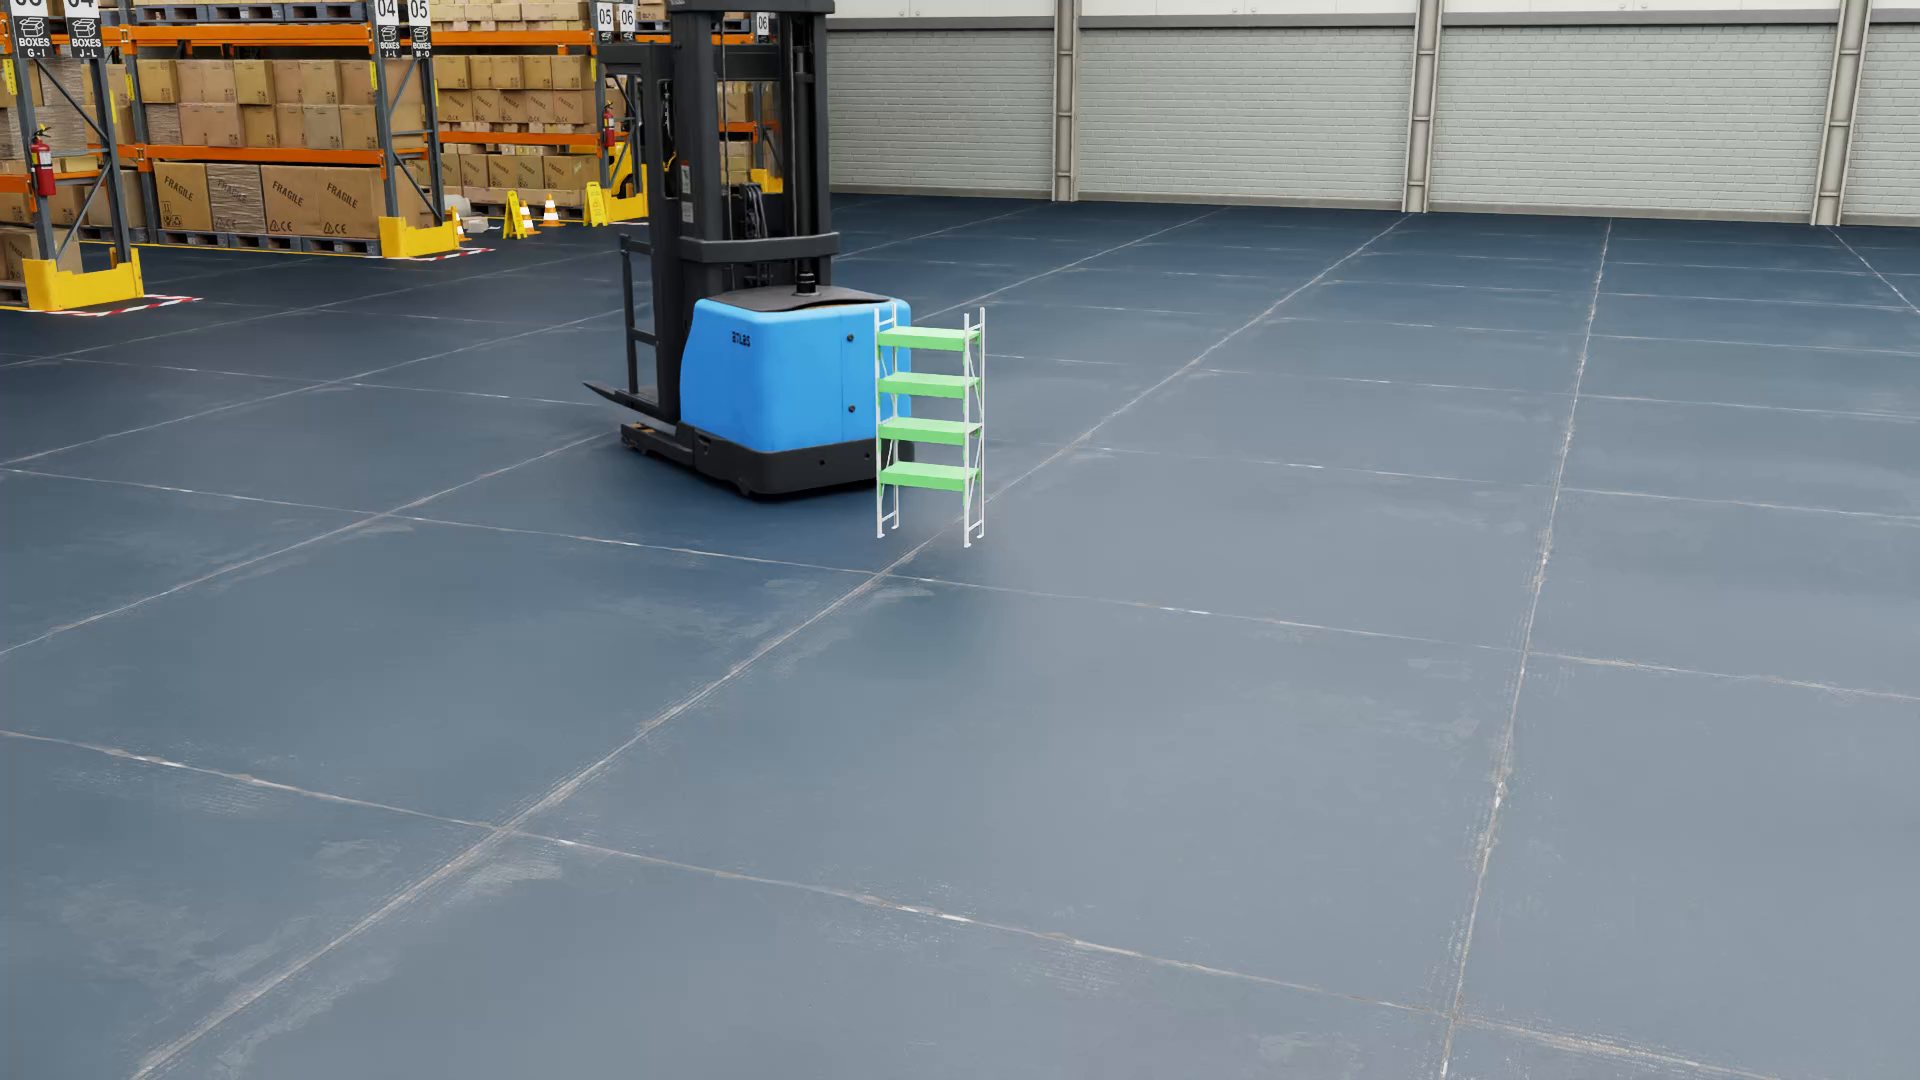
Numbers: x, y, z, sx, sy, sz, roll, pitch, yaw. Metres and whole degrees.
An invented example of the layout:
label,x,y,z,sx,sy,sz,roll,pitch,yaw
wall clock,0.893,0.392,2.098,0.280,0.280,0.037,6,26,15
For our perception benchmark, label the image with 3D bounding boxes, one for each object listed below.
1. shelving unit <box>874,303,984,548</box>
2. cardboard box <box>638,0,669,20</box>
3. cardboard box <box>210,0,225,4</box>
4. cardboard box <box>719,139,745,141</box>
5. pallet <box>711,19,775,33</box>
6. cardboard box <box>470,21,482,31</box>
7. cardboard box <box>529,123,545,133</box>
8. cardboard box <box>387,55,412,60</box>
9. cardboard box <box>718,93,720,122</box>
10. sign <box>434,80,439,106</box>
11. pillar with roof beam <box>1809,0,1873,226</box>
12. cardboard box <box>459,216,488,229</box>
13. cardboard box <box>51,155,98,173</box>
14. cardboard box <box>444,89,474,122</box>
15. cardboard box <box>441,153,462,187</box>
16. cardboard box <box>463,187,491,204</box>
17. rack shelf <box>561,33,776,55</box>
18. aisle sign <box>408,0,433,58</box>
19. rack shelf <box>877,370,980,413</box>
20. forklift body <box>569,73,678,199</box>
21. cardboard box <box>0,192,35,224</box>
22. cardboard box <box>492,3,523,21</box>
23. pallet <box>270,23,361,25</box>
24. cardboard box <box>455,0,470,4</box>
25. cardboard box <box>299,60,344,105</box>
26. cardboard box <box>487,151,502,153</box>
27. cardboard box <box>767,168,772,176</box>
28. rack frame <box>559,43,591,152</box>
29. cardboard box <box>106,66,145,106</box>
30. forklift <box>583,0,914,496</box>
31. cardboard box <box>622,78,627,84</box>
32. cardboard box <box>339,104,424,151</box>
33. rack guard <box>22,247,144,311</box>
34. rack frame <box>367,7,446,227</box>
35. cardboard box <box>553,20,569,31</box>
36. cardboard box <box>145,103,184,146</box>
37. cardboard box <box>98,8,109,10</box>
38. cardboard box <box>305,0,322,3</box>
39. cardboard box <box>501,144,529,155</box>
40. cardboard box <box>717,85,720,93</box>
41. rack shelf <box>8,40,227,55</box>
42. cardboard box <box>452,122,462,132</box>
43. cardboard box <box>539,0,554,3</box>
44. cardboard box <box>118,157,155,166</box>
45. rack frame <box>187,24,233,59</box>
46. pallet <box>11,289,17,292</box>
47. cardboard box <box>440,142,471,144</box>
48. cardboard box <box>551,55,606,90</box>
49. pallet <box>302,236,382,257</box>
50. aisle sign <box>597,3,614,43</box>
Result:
label,x,y,z,sx,sy,sz,roll,pitch,yaw
shelving unit,-0.154,-0.593,8.565,0.503,1.200,0.258,6,17,21
cardboard box,-5.365,-9.648,30.028,0.637,0.503,0.797,7,18,22
cardboard box,-9.280,-6.867,21.086,0.250,0.149,0.380,6,17,21
cardboard box,-4.262,-7.235,30.601,0.500,0.250,0.500,6,17,21
pallet,-4.066,-9.203,29.771,1.213,0.211,1.003,6,17,21
cardboard box,-7.320,-7.913,25.621,0.250,0.149,0.380,6,17,21
cardboard box,-6.420,-6.347,25.608,0.250,0.149,0.380,7,17,22
cardboard box,-8.627,-7.417,26.335,0.500,0.500,0.700,6,17,20
cardboard box,-4.451,-7.811,30.020,0.500,0.500,0.500,7,18,22
sign,-6.749,-5.741,21.373,0.005,0.325,0.100,6,17,21
pillar with roof beam,11.430,-7.954,19.930,0.400,9.000,9.100,6,17,21
cardboard box,-7.196,-4.679,24.523,0.380,0.149,0.250,-12,20,-37
cardboard box,-9.050,-3.838,16.964,0.250,0.149,0.380,6,17,21
cardboard box,-7.712,-6.820,26.074,0.500,0.500,0.500,6,17,20
cardboard box,-8.005,-5.906,26.471,0.500,0.500,0.500,7,18,23
cardboard box,-7.512,-5.492,26.391,0.500,0.250,0.500,6,17,20
rack shelf,-5.278,-9.025,30.291,4.000,0.370,1.077,6,17,21
aisle sign,-6.782,-6.463,20.892,0.004,0.787,0.394,6,17,21
rack shelf,-0.154,-0.762,8.516,0.480,0.148,0.258,6,17,21
forklift body,-5.851,-7.039,29.061,1.214,2.155,2.313,6,17,21
cardboard box,-13.052,-4.909,23.485,0.750,0.750,1.050,7,17,21
cardboard box,-6.762,-8.035,25.326,0.500,0.250,0.500,7,18,22
pallet,-10.458,-8.393,27.162,1.003,0.211,1.213,6,17,21
cardboard box,-7.552,-8.314,25.571,0.250,0.149,0.380,6,17,20
cardboard box,-7.834,-5.815,21.116,0.550,0.550,0.875,6,17,21
cardboard box,-7.359,-5.994,26.773,0.500,0.500,0.500,7,18,24
cardboard box,-3.803,-6.708,30.577,0.500,0.250,0.500,6,17,21
rack frame,-7.139,-8.135,31.314,0.127,3.000,1.000,6,17,21
cardboard box,-11.143,-6.130,22.437,0.500,0.500,0.700,6,17,20
forklift,-1.520,-2.012,10.347,1.130,2.935,3.031,-11,19,-33
cardboard box,-5.981,-8.428,30.448,0.250,0.149,0.380,6,17,20
cardboard box,-7.320,-5.242,21.080,0.550,0.550,0.875,6,17,21
rack guard,-8.943,-2.675,16.991,0.348,0.500,1.175,6,17,21
rack frame,-6.958,-5.144,21.011,0.127,3.000,1.000,6,17,21
cardboard box,-5.914,-7.738,25.020,0.250,0.149,0.380,6,17,21
cardboard box,-10.331,-5.590,22.280,0.550,0.550,0.875,6,17,21
cardboard box,-14.424,-9.051,28.159,0.500,0.500,0.500,6,17,21
cardboard box,-7.865,-6.711,20.549,0.250,0.149,0.380,7,17,21
cardboard box,-6.920,-6.079,25.903,0.250,0.149,0.380,7,18,23
cardboard box,-4.311,-8.109,29.882,0.250,0.149,0.380,7,17,22
rack shelf,-14.538,-8.556,28.675,4.000,0.370,1.077,6,17,21
cardboard box,-7.792,-6.526,26.222,0.250,0.149,0.380,6,17,20
cardboard box,-6.129,-8.156,25.028,0.250,0.149,0.380,6,17,20
cardboard box,-14.118,-6.622,29.161,0.875,0.875,0.875,7,17,21
rack frame,-12.678,-7.256,28.288,0.127,3.000,1.000,6,17,21
pallet,-10.816,-2.754,17.780,1.213,0.211,1.003,6,17,21
cardboard box,-9.674,-7.473,32.541,0.625,0.625,0.875,7,18,22
cardboard box,-5.791,-7.104,25.259,0.500,0.500,0.700,6,17,19
pallet,-7.731,-3.866,21.612,1.213,0.211,1.003,6,17,21
aisle sign,-5.285,-7.605,24.825,0.004,0.787,0.394,6,17,21
